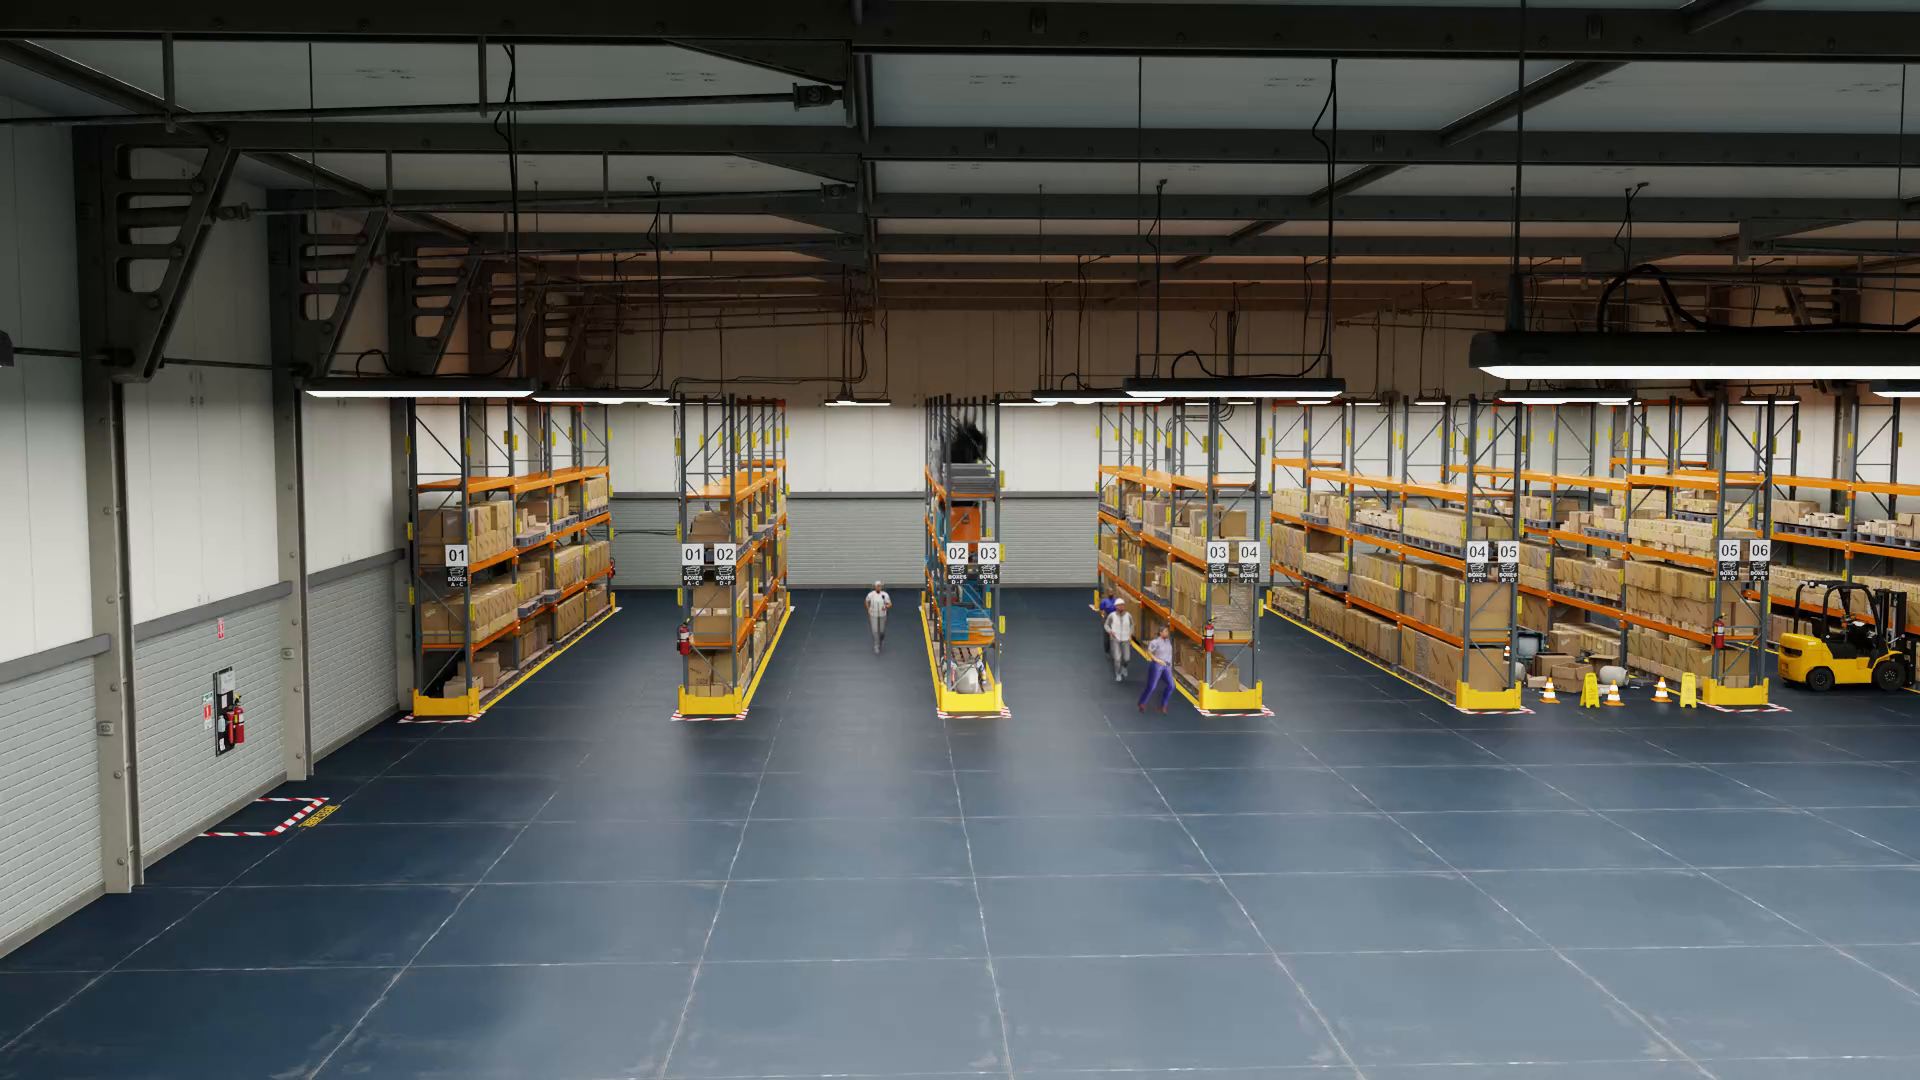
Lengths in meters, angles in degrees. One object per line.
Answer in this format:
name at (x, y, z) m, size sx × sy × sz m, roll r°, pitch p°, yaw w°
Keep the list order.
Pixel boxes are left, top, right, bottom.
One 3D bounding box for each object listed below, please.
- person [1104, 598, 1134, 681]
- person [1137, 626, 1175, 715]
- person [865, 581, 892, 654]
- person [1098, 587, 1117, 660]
person at (3.365, 2.094, 34.992) m, size 0.669 × 1.739 × 0.564 m, roll 0°, pitch 5°, yaw -4°
person at (3.774, 2.452, 31.387) m, size 0.693 × 1.670 × 0.687 m, roll -3°, pitch 5°, yaw -34°
person at (-1.915, 1.800, 39.103) m, size 0.617 × 1.668 × 0.818 m, roll 0°, pitch 5°, yaw -5°
person at (3.421, 1.918, 37.974) m, size 0.545 × 1.683 × 0.697 m, roll 0°, pitch 5°, yaw -6°
